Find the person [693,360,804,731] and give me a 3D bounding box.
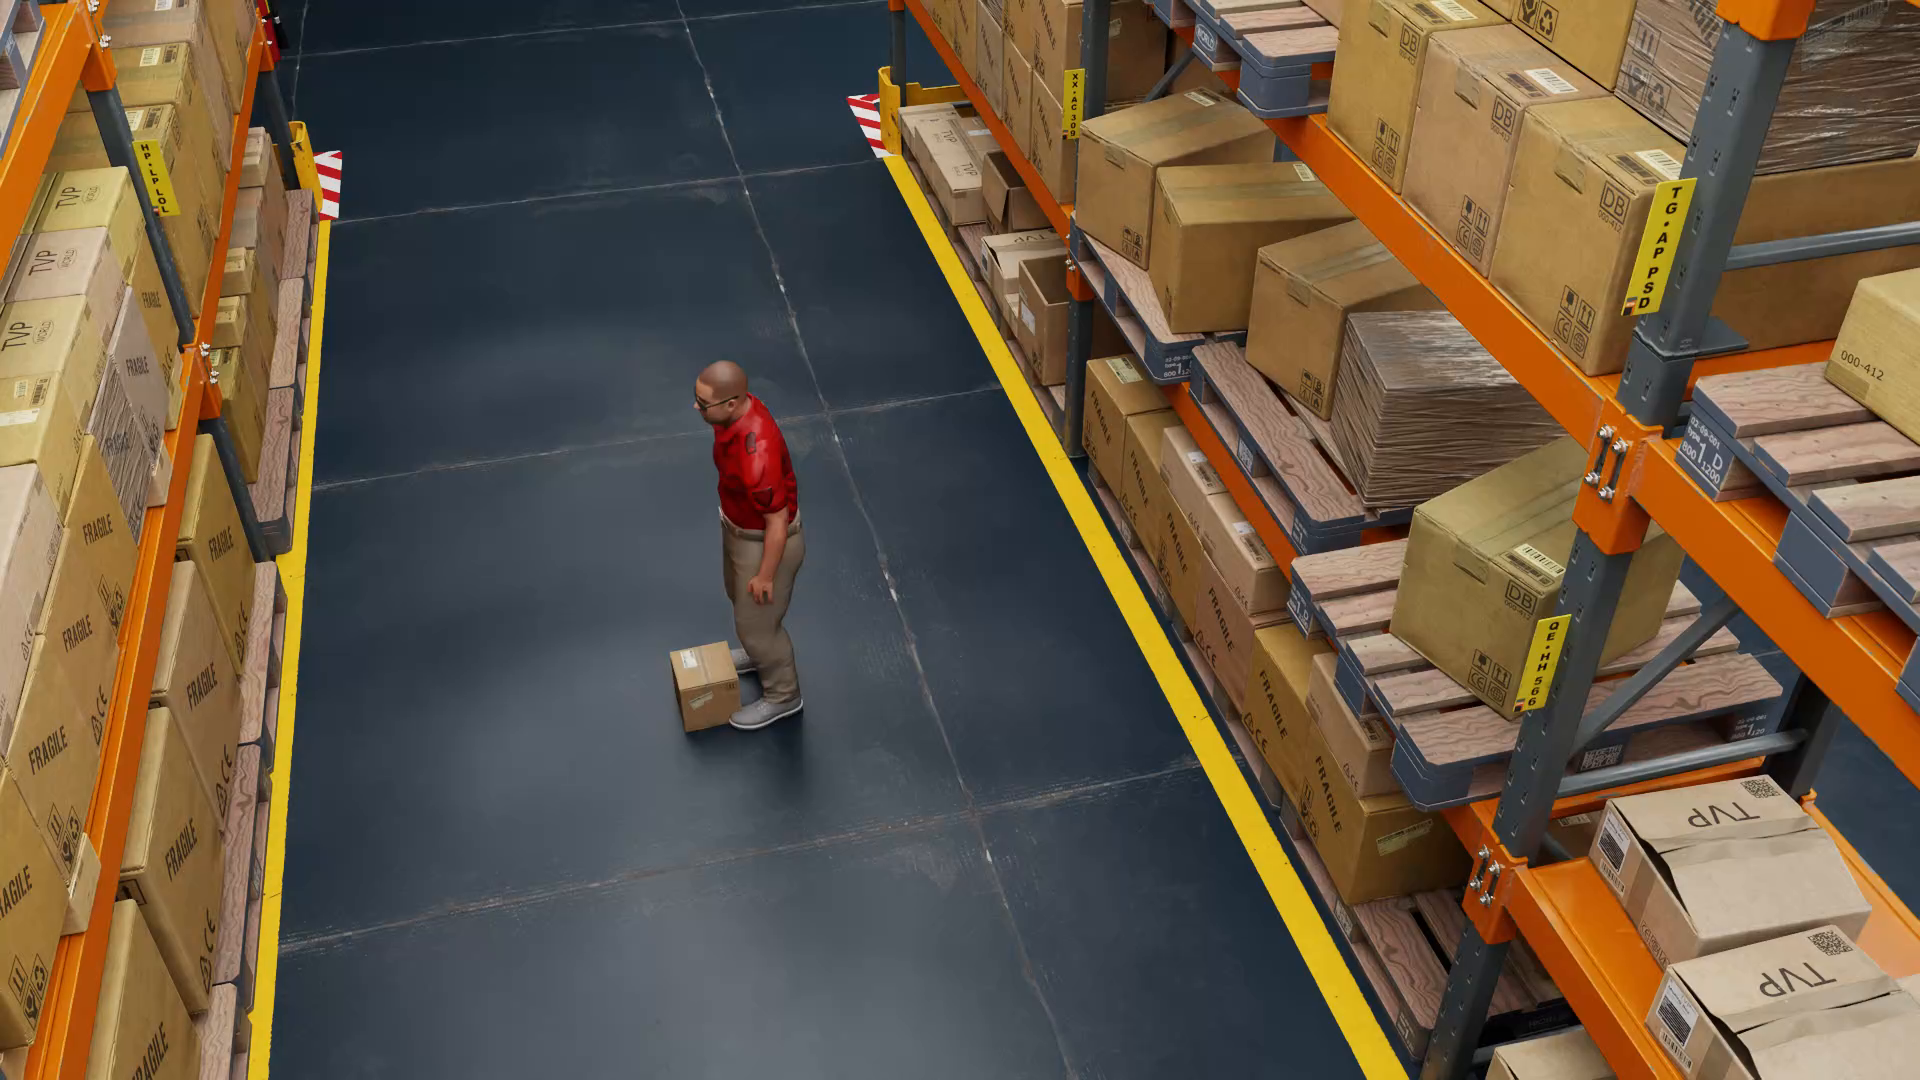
[{"bbox_3d":[-0.842,0.000,6.725,0.386,1.728,0.606,-11,39,-14],"label":"person"}]
